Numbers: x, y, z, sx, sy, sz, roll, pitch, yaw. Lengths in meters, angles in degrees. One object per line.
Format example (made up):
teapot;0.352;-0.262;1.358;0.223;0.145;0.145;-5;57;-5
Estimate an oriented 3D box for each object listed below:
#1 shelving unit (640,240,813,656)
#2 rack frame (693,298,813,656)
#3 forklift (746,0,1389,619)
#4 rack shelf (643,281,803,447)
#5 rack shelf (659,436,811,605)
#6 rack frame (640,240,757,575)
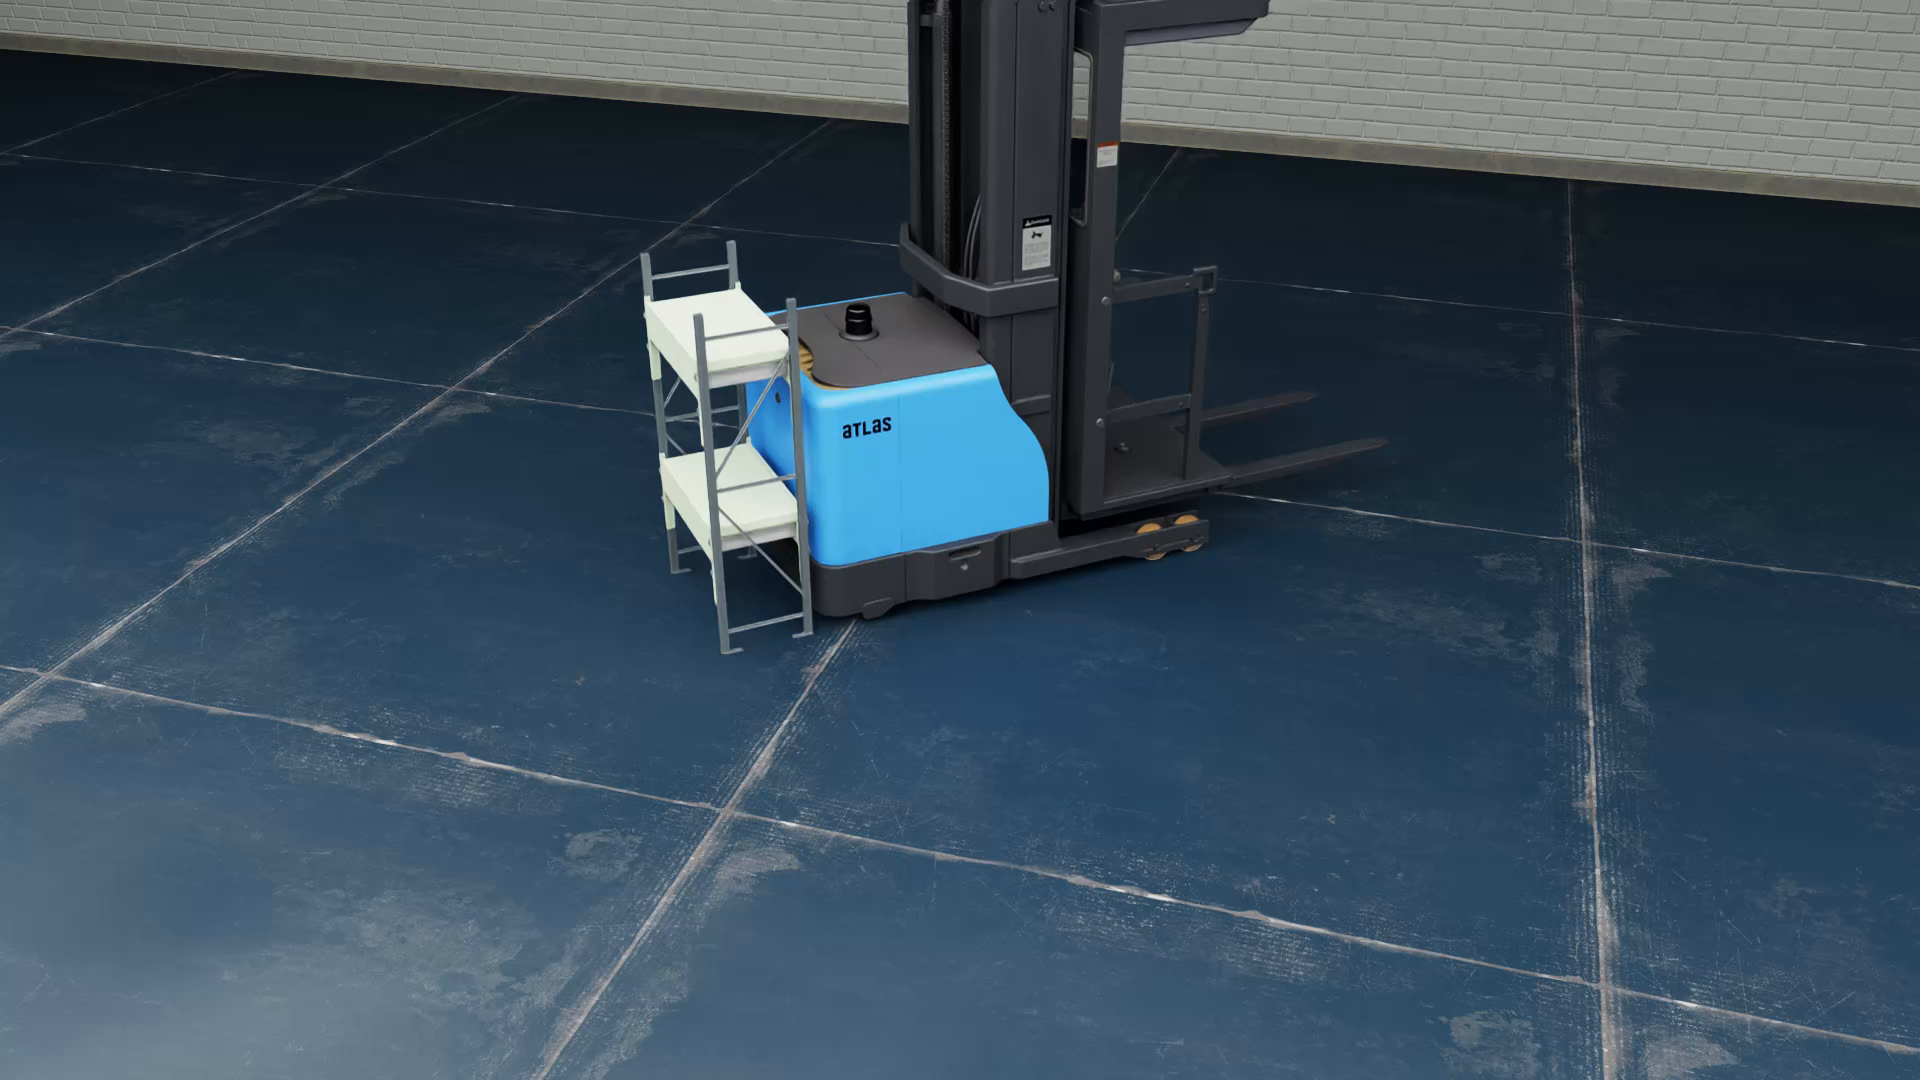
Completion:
shelving unit;-0.960;-0.382;6.893;0.431;1.500;0.755;-13;32;-22
rack frame;-0.807;-0.220;6.603;0.400;1.500;0.023;-13;32;-22
forklift;0.590;-1.410;7.269;3.031;2.935;1.130;-12;31;-21
rack shelf;-0.960;-0.723;6.703;0.431;0.370;0.720;-13;32;-22
rack shelf;-0.960;-0.097;7.052;0.431;0.370;0.720;-13;32;-22
rack frame;-1.114;-0.543;7.183;0.400;1.500;0.023;-13;32;-22
